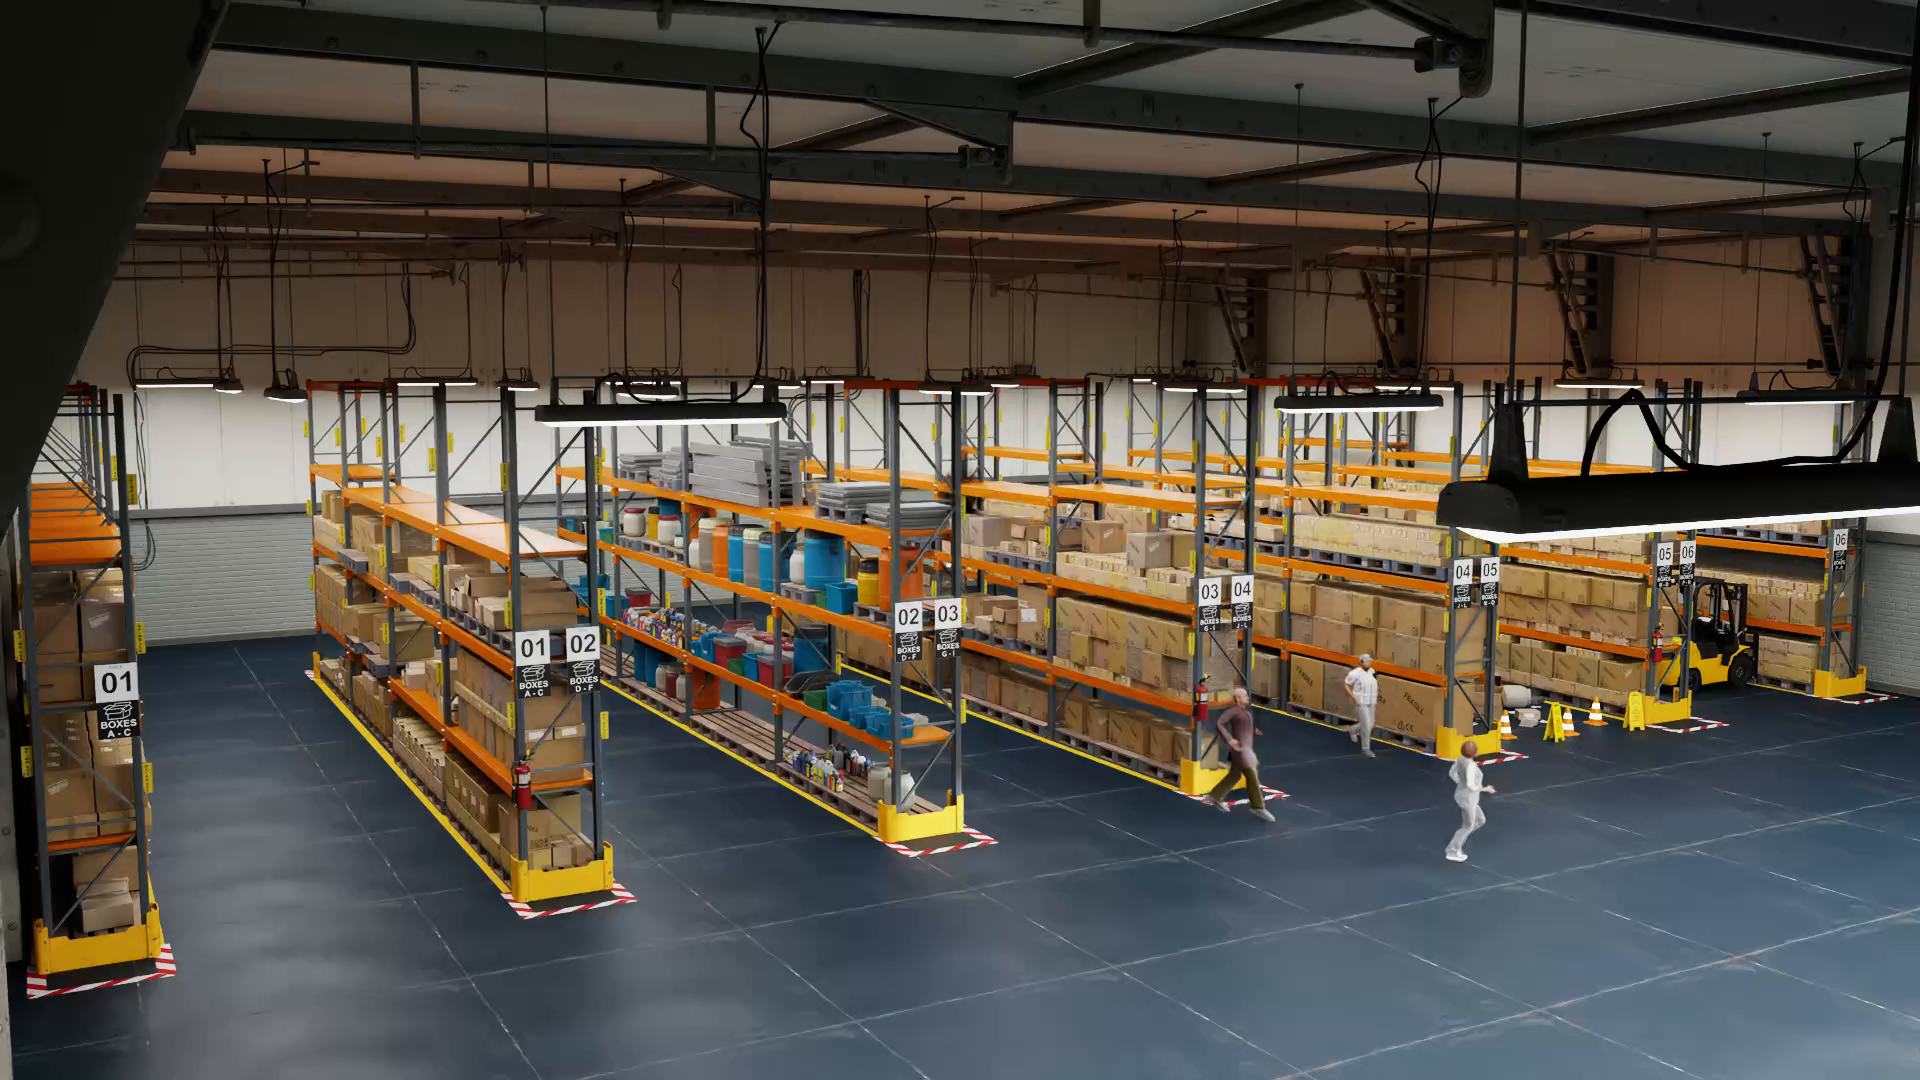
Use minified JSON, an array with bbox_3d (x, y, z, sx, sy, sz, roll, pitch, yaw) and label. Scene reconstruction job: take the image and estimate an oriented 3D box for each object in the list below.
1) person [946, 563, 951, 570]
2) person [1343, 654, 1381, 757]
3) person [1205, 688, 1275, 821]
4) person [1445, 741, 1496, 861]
[{"bbox_3d":[-0.171,1.396,38.336,0.694,1.741,0.655,-2,6,-19],"label":"person"},{"bbox_3d":[6.540,2.658,27.097,0.630,1.652,0.729,-3,7,-26],"label":"person"},{"bbox_3d":[3.948,2.969,23.262,0.980,1.803,0.760,2,6,17],"label":"person"},{"bbox_3d":[6.468,3.303,21.088,0.586,1.558,0.508,0,6,3],"label":"person"}]
